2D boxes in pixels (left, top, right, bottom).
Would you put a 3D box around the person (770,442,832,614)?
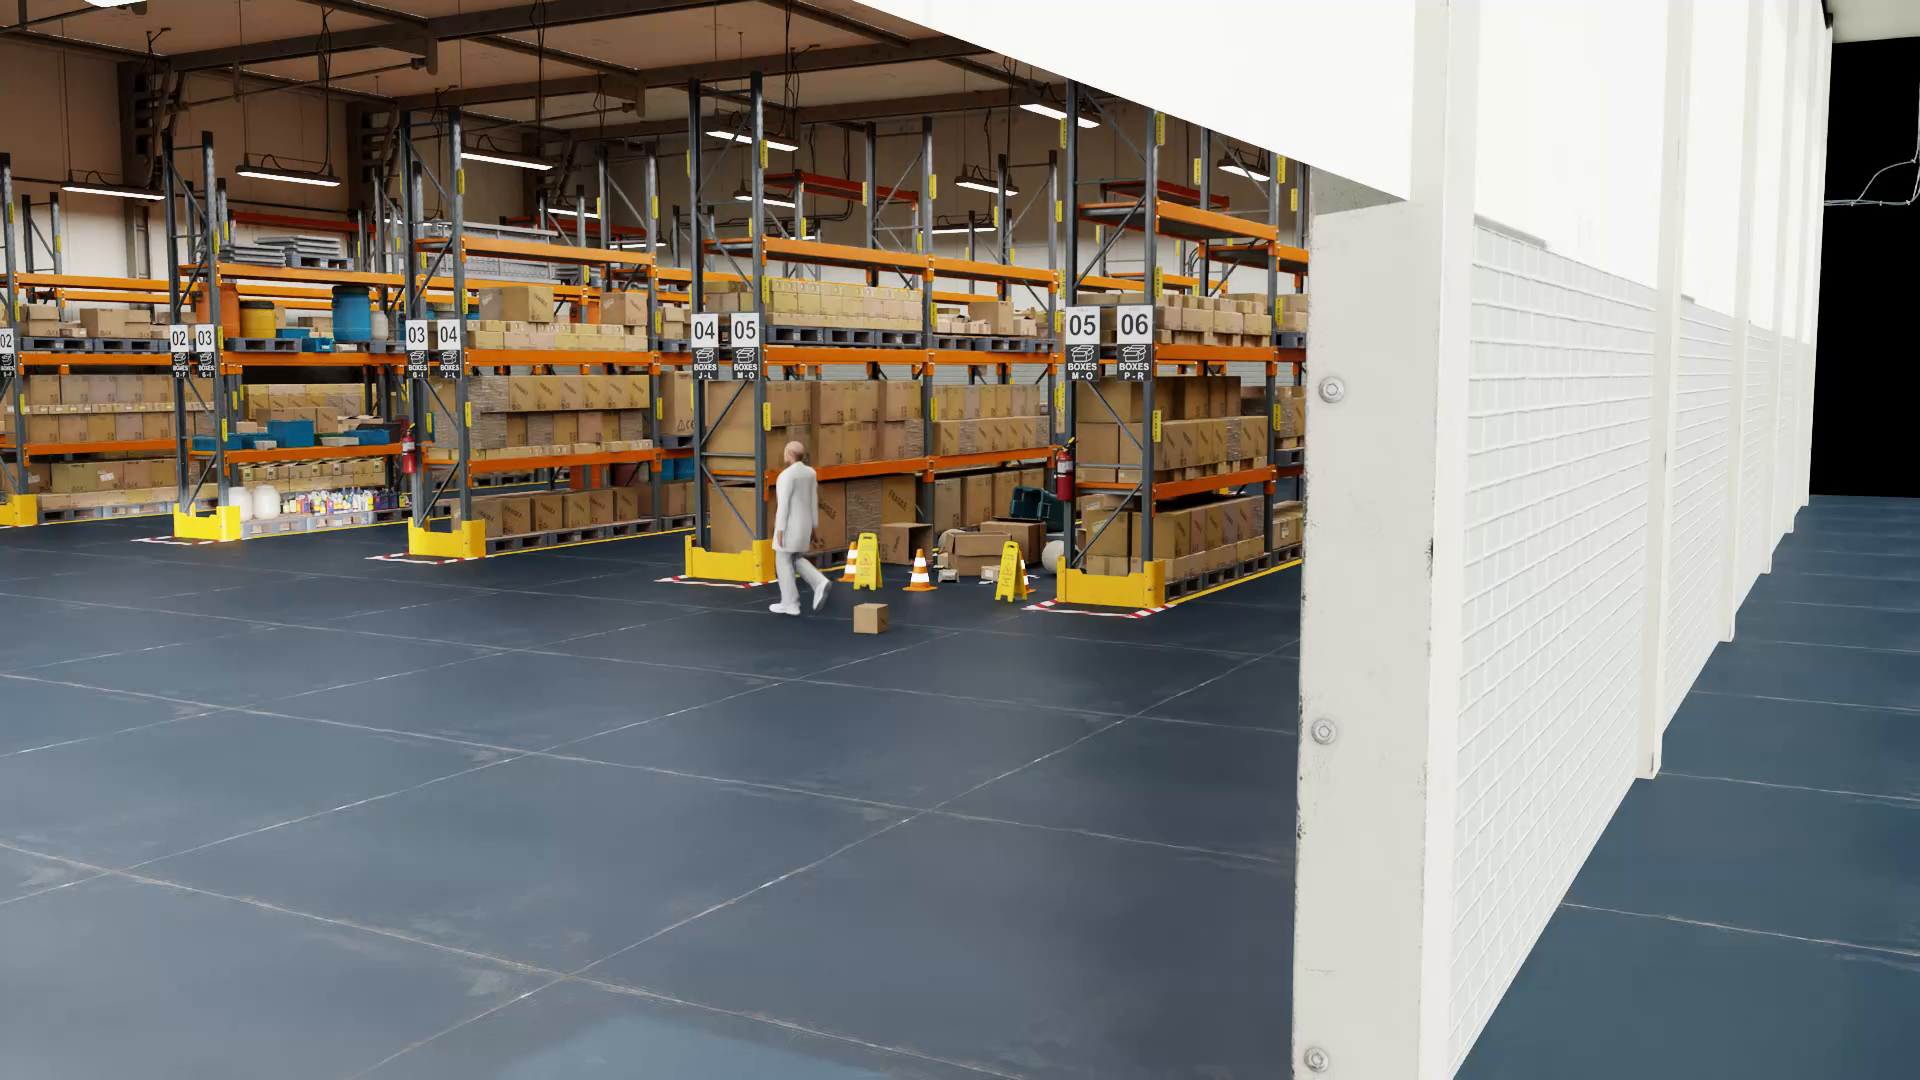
[{"bbox_3d":[-1.653,-0.125,17.029,0.660,1.766,0.599,4,7,32],"label":"person"}]
